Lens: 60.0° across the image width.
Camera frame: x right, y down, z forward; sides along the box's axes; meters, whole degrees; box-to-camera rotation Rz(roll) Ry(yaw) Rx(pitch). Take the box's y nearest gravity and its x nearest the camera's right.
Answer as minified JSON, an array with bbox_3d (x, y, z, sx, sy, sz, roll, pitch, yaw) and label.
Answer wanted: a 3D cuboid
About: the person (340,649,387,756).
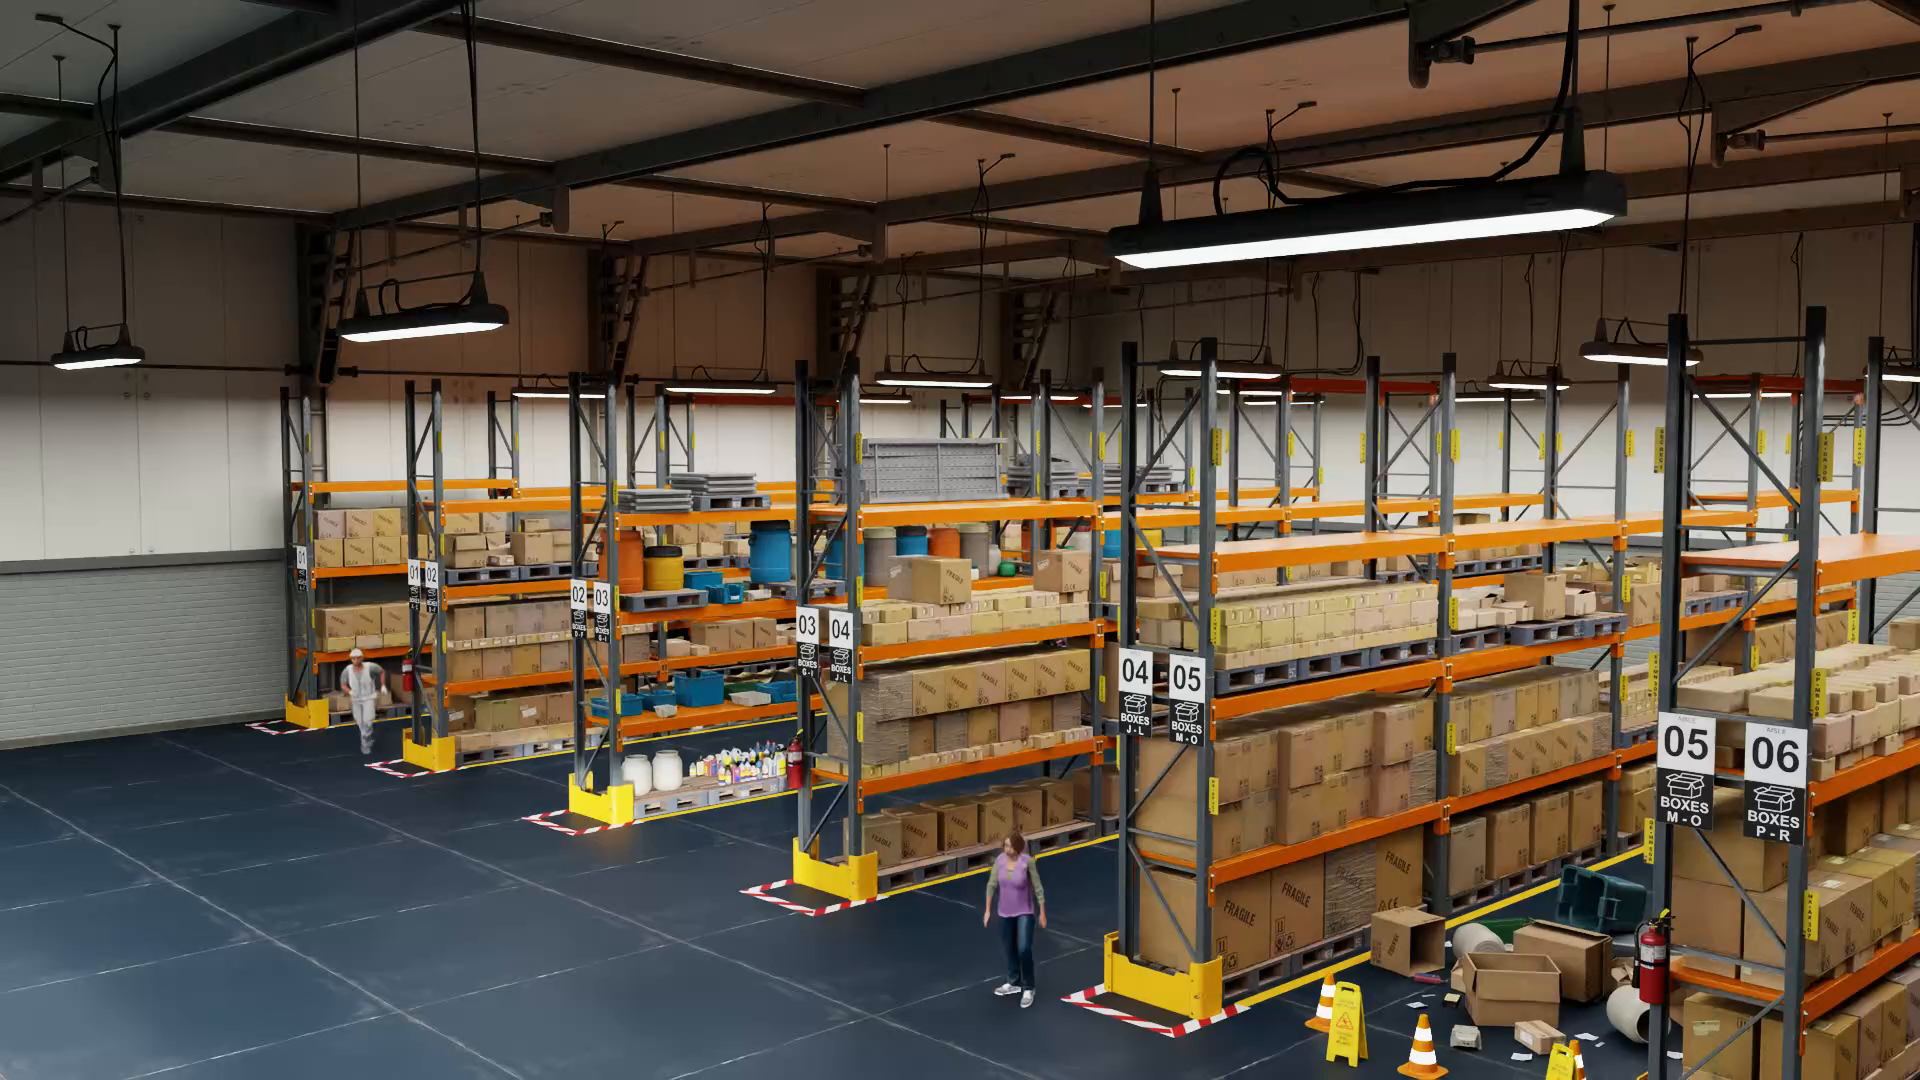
[{"bbox_3d":[-9.608,2.590,26.820,0.646,1.743,0.791,0,4,0],"label":"person"}]

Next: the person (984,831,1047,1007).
[{"bbox_3d":[0.518,3.409,15.119,0.553,1.580,0.483,2,4,26],"label":"person"}]

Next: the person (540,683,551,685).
[{"bbox_3d":[-7.589,2.465,30.593,0.646,1.518,0.516,1,4,19],"label":"person"}]
